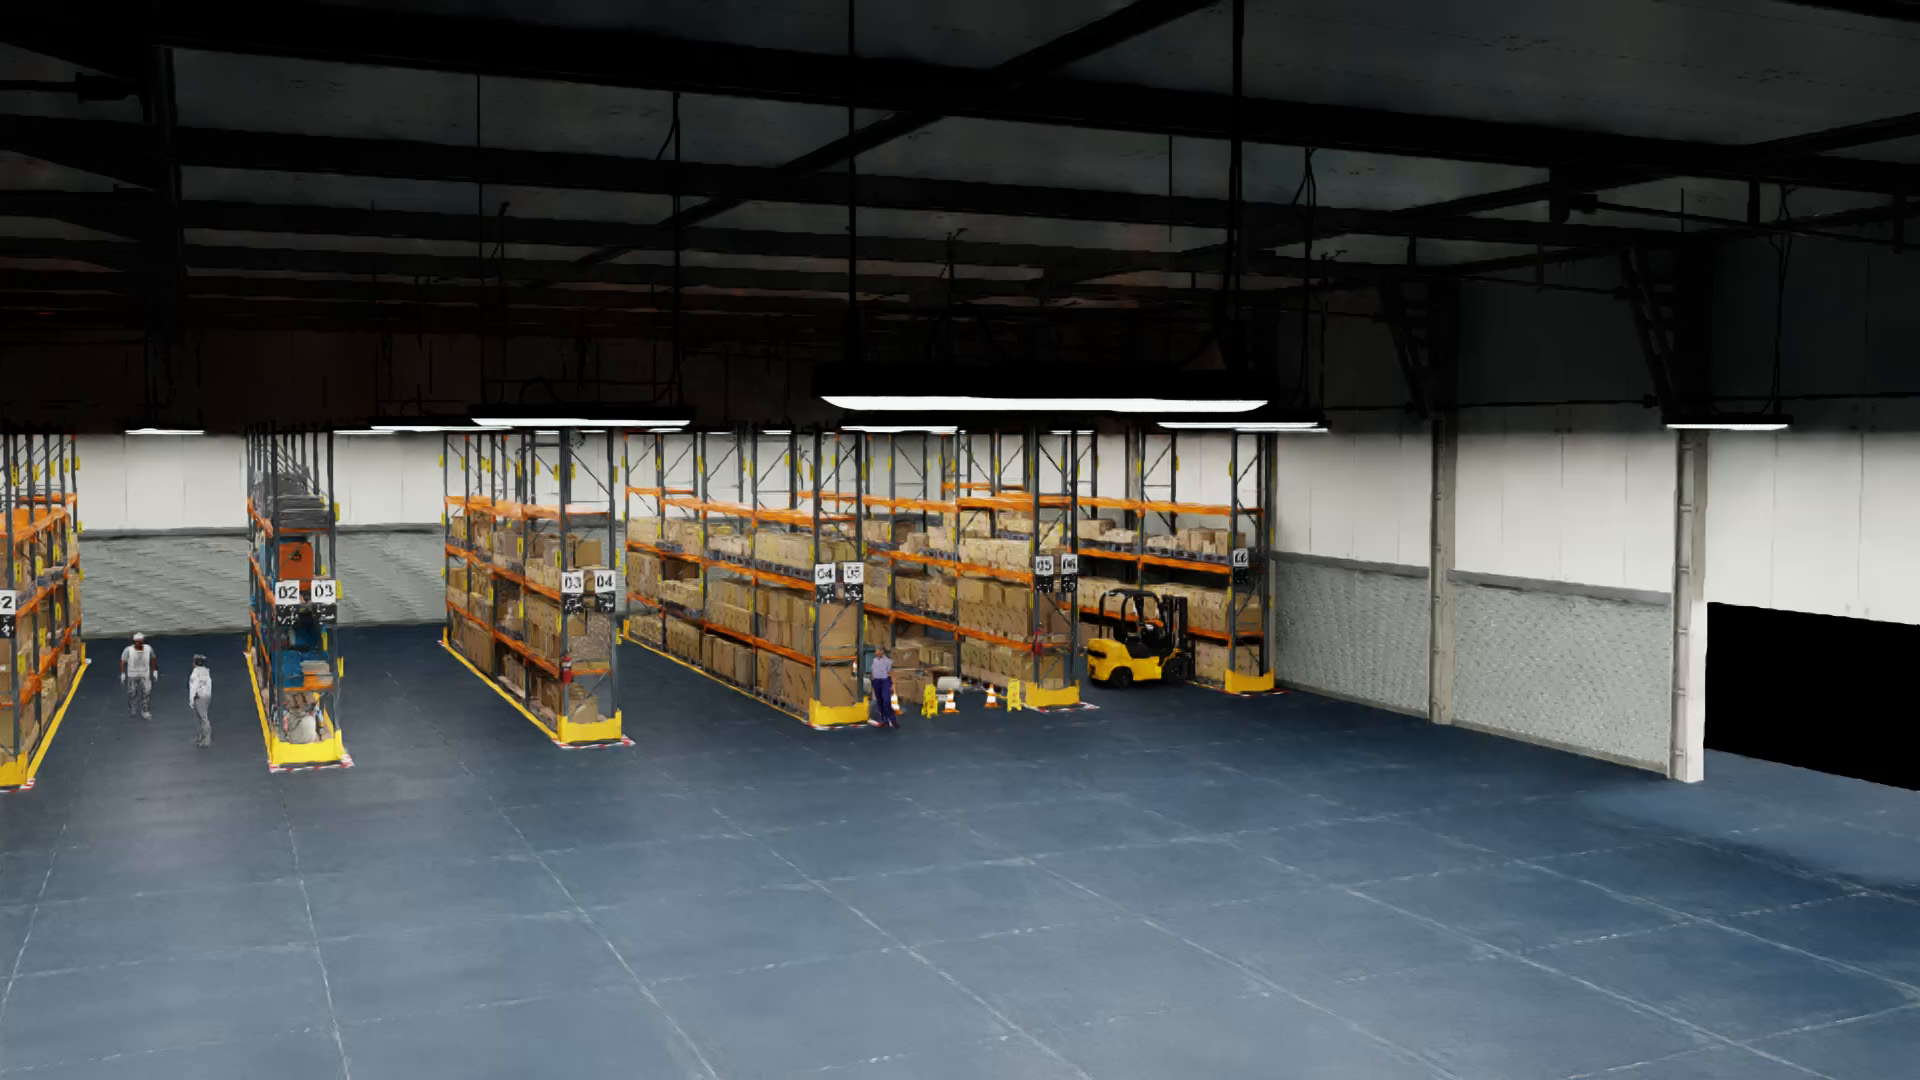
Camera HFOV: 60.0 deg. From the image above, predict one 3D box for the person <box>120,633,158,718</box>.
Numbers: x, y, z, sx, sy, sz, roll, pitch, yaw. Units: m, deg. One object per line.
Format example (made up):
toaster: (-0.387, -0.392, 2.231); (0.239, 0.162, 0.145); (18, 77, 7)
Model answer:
person: (-16.711, 2.736, 33.837); (0.700, 1.749, 0.697); (-2, 4, -33)

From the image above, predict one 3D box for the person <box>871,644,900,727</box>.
person: (-1.472, 2.871, 32.619); (0.608, 1.613, 0.398); (2, 4, 34)

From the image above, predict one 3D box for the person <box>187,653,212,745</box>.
person: (-14.121, 2.944, 30.876); (0.544, 1.667, 0.571); (0, 4, 3)
